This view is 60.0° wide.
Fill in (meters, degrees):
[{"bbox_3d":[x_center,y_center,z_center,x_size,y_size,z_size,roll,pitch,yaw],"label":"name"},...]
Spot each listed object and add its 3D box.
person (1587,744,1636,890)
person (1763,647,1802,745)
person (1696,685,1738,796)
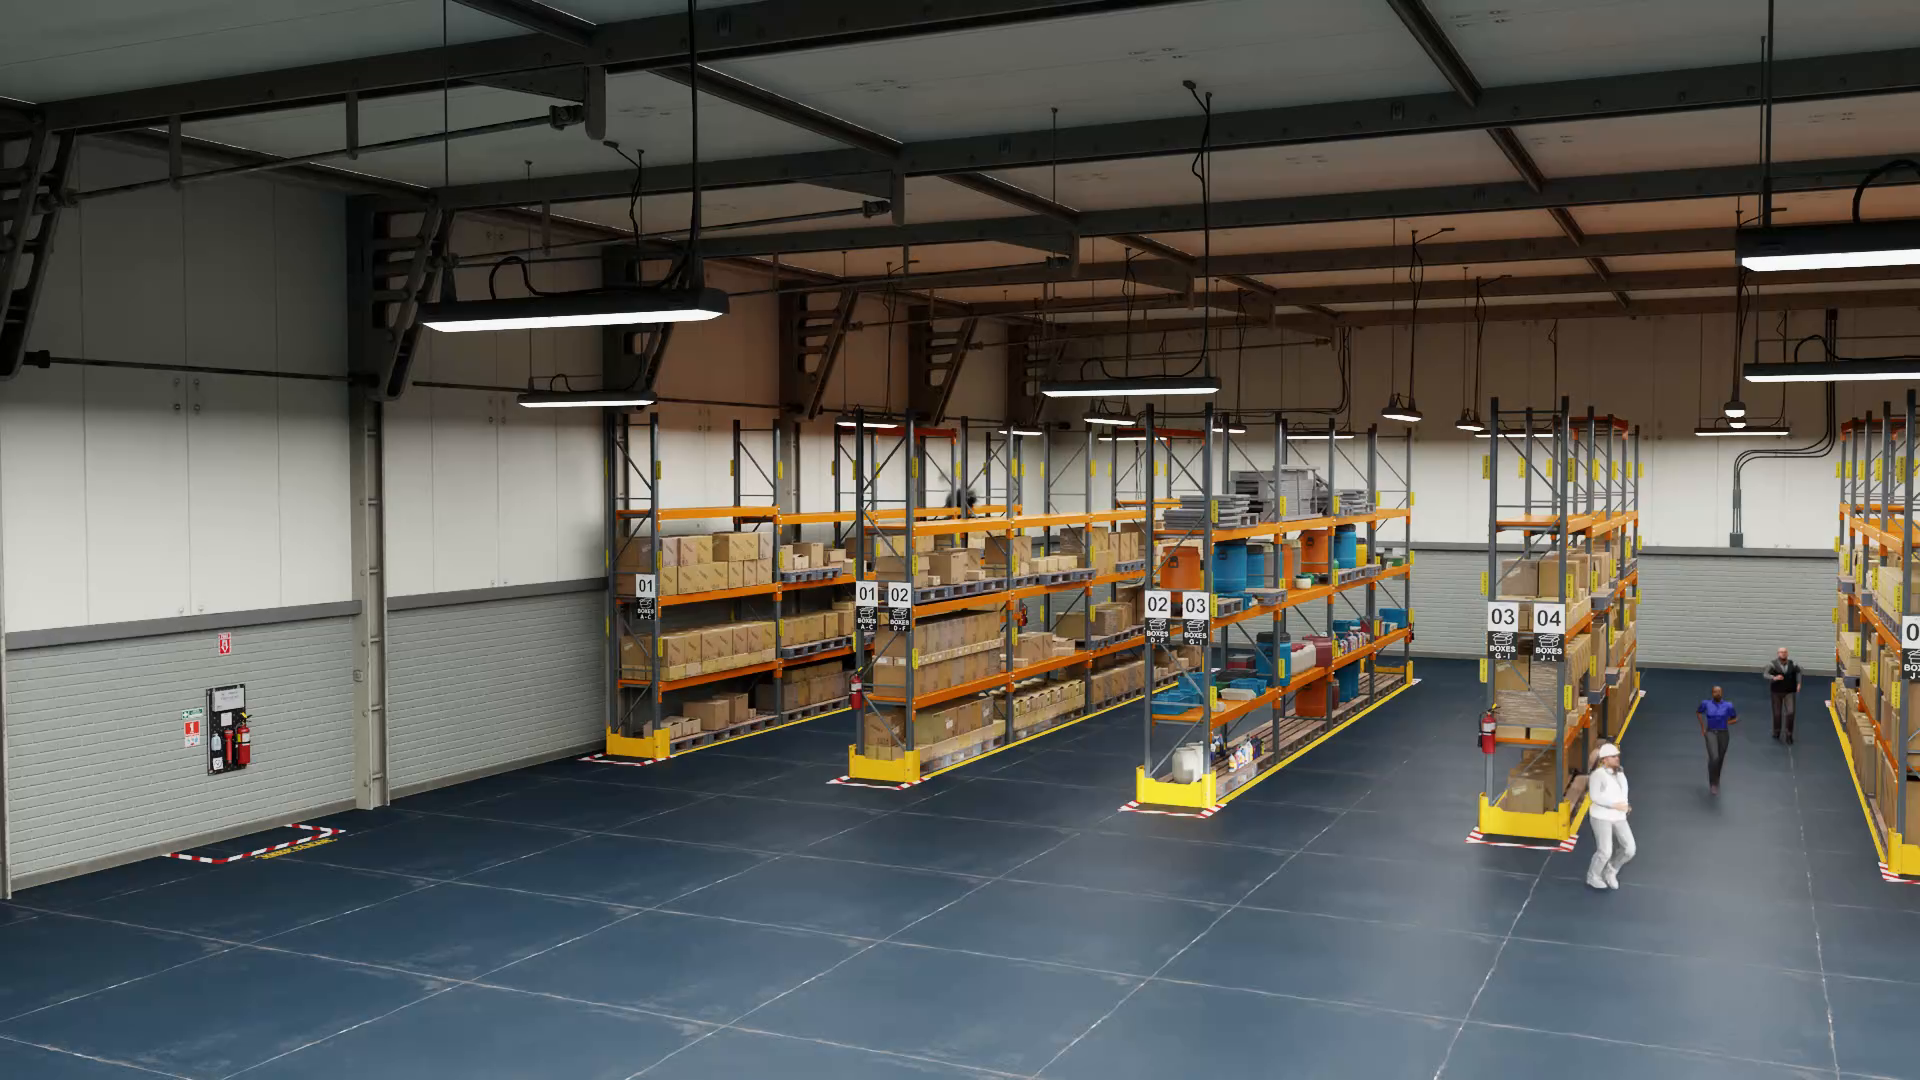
[{"bbox_3d":[7.740,3.295,19.708,0.680,1.759,0.654,-1,3,-26],"label":"person"},{"bbox_3d":[15.118,2.859,30.558,0.676,1.788,0.753,1,3,22],"label":"person"},{"bbox_3d":[11.769,3.088,25.835,0.574,1.698,0.769,1,2,15],"label":"person"}]
